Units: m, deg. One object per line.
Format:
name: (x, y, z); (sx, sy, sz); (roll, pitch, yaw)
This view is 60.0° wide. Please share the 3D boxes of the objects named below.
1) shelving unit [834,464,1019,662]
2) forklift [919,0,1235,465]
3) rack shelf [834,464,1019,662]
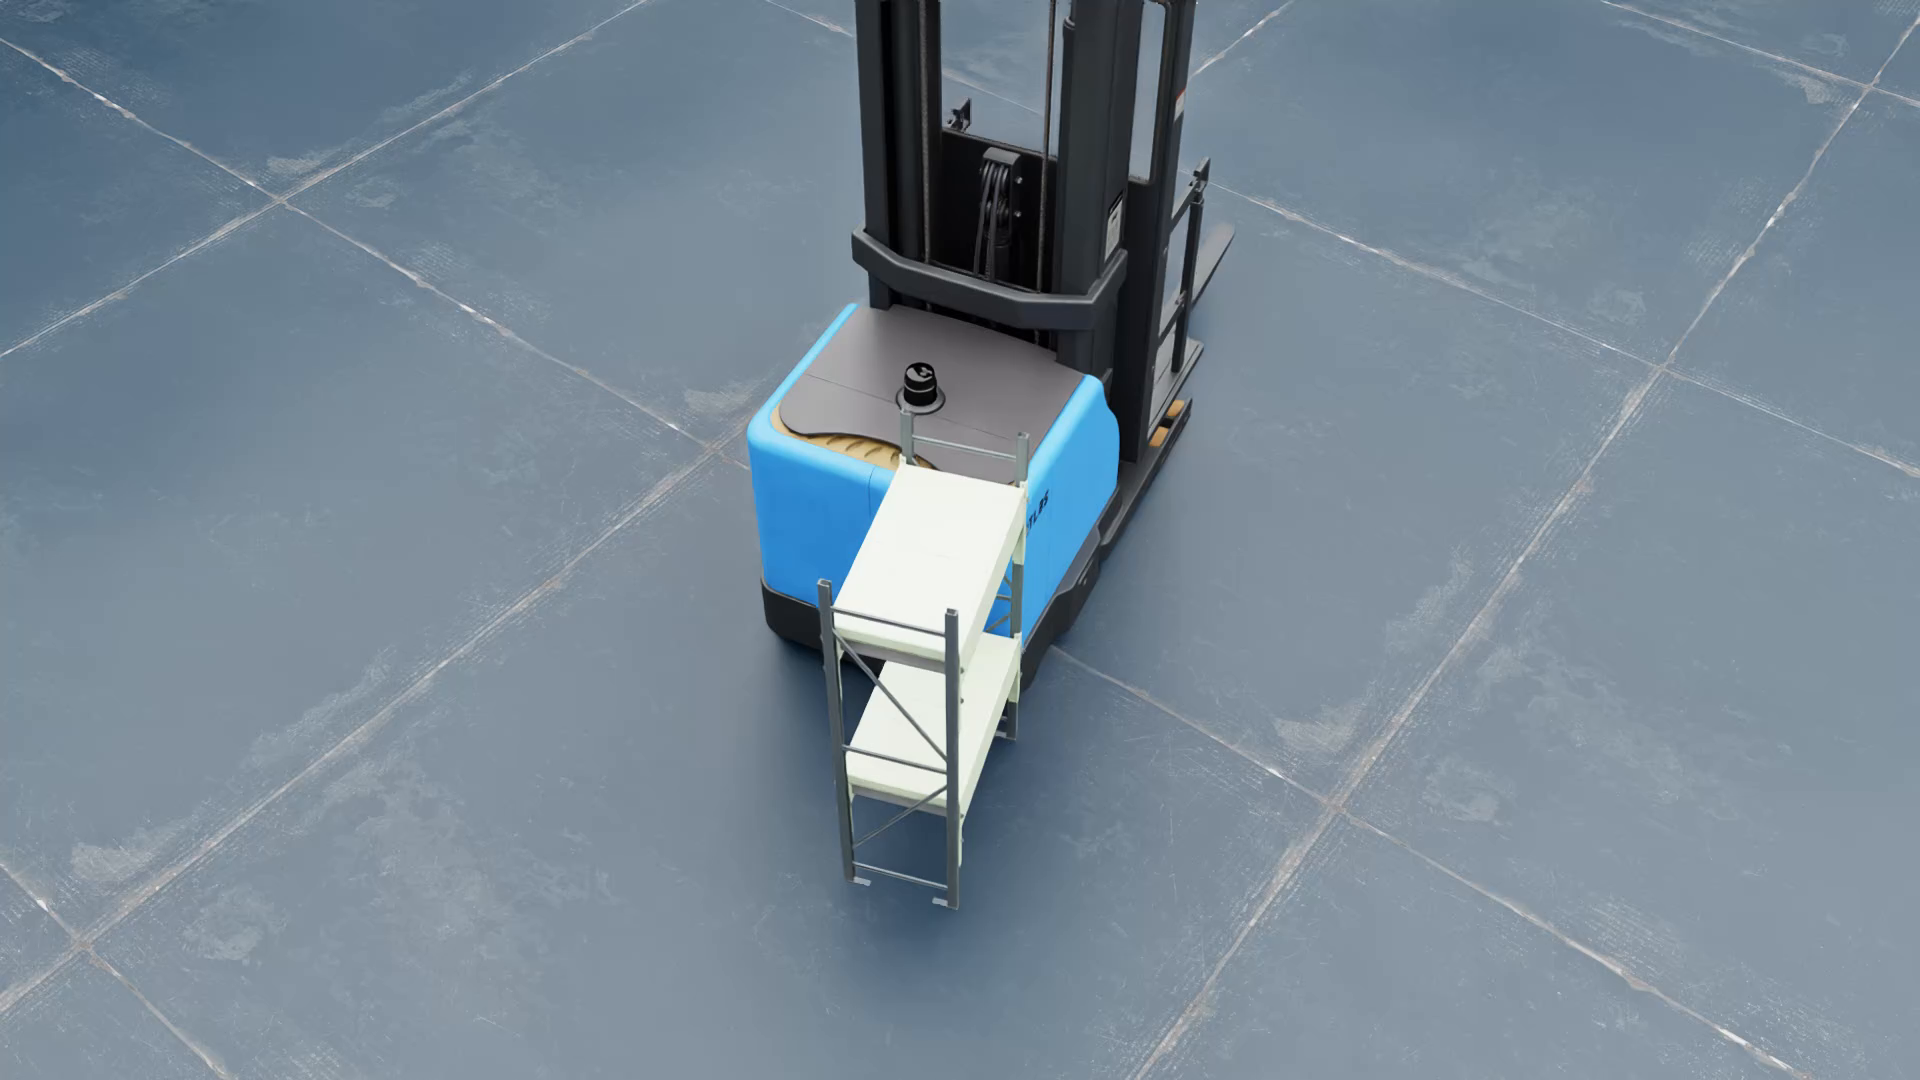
shelving unit: (-0.092, 0.058, 4.933); (0.368, 0.052, 0.686); (12, 48, 11)
forklift: (0.534, -1.672, 6.457); (1.118, 2.733, 2.170); (19, 49, 17)
rack shelf: (-0.092, 0.058, 4.933); (0.368, 0.052, 0.686); (12, 48, 11)
